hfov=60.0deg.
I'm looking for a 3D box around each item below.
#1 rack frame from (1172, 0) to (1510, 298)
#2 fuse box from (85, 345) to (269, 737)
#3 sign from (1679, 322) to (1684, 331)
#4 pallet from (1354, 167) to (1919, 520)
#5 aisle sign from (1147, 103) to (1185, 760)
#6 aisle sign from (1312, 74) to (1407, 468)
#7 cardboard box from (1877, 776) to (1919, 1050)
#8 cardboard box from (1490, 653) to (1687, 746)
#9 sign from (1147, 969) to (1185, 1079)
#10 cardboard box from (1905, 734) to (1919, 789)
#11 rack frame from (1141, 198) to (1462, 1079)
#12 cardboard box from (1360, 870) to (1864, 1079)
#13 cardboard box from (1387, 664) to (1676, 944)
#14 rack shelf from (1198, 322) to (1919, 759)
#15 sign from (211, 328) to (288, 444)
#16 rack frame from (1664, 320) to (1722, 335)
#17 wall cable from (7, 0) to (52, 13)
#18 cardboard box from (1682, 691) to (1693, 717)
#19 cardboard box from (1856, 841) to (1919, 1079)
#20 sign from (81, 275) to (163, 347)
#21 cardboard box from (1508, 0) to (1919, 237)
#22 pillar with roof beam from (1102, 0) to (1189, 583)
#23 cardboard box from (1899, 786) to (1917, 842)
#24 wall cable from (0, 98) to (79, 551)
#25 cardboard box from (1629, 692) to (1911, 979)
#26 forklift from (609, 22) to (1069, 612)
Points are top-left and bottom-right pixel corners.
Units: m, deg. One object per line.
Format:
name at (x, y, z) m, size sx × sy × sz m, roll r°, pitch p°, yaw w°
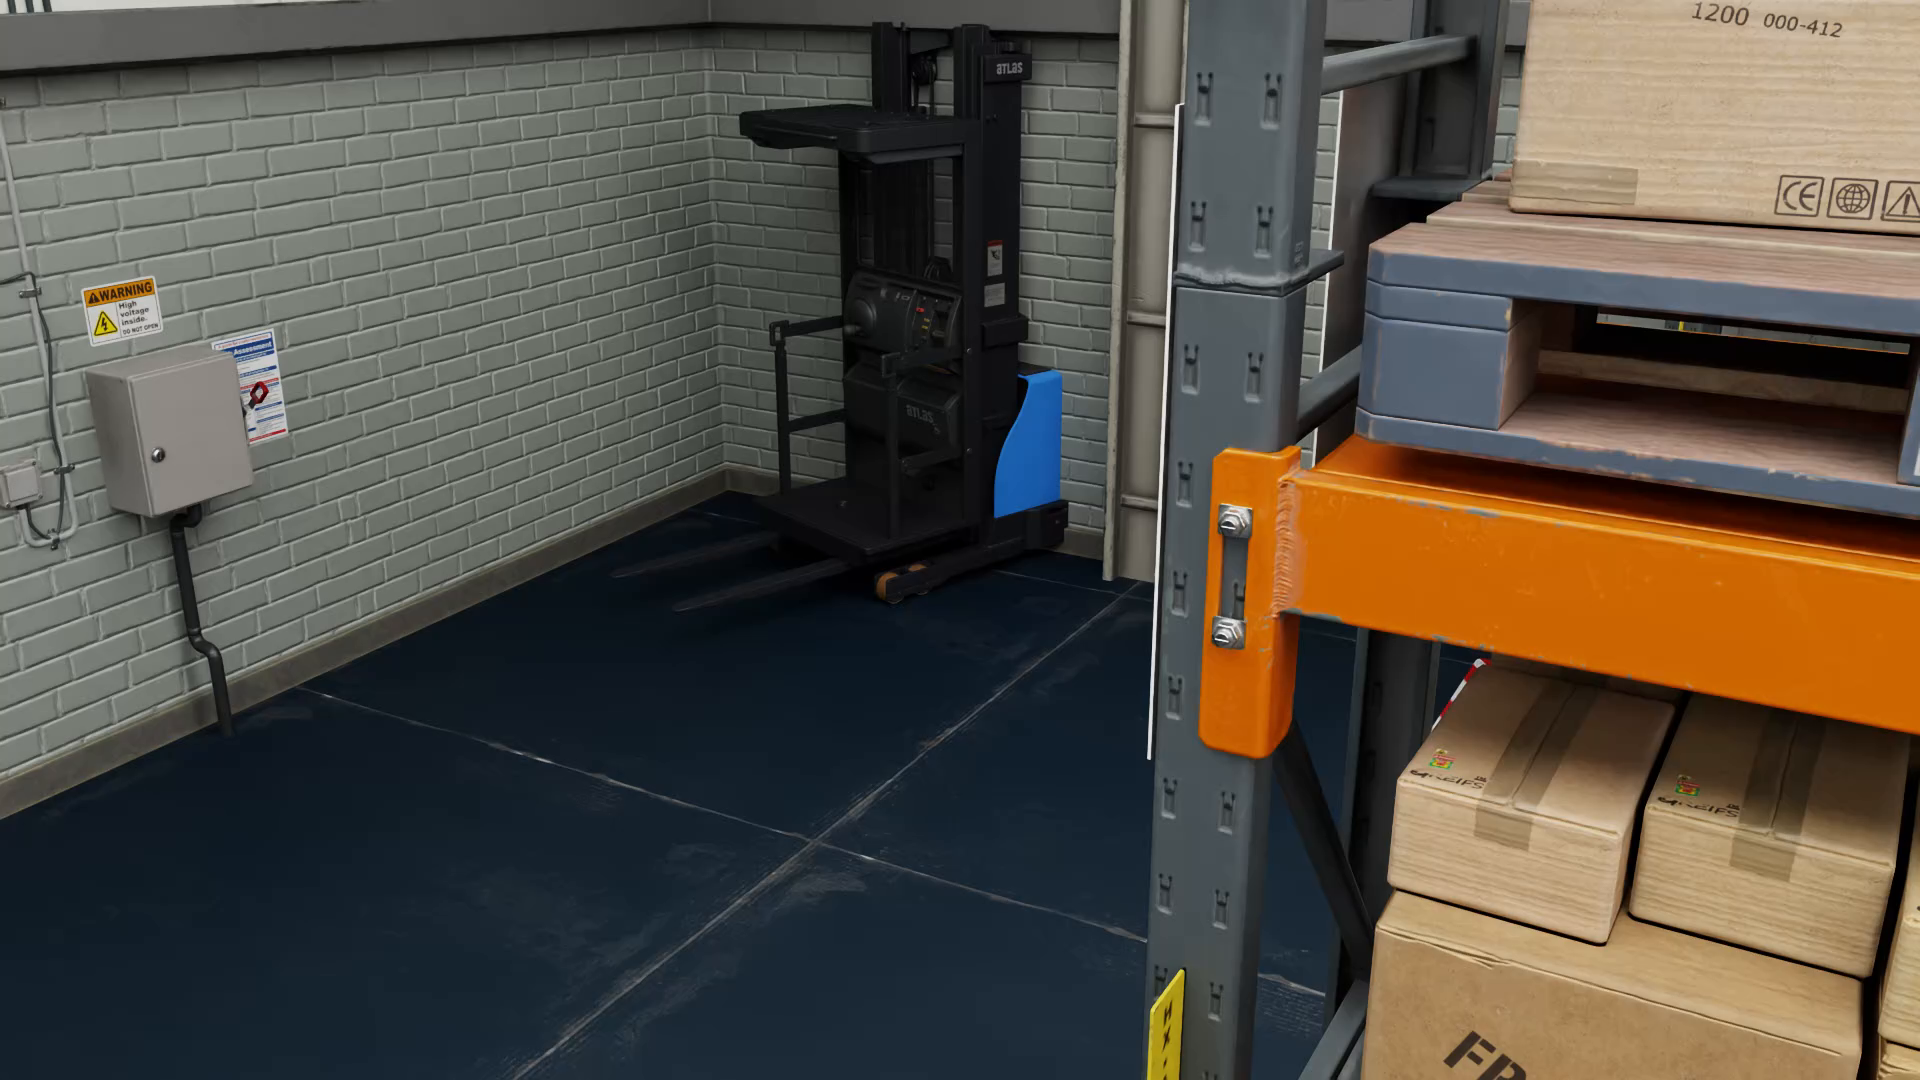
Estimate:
rack frame at (0.534, -1.829, 1.712) m, size 0.127 × 3.000 × 1.000 m, roll 11°, pitch 23°, yaw 27°
fuse box at (-3.248, 0.065, 7.178) m, size 0.414 × 1.711 × 0.539 m, roll 11°, pitch 23°, yaw 27°
sign at (2.687, -0.733, 6.217) m, size 0.005 × 0.325 × 0.100 m, roll 11°, pitch 23°, yaw 27°
pallet at (1.187, -0.257, 1.907) m, size 1.213 × 0.211 × 1.003 m, roll 11°, pitch 23°, yaw 27°
aisle sign at (0.330, -0.157, 2.087) m, size 0.004 × 0.787 × 0.394 m, roll 11°, pitch 23°, yaw 27°
aisle sign at (0.623, -0.336, 2.579) m, size 0.004 × 0.787 × 0.394 m, roll 11°, pitch 23°, yaw 27°
cardboard box at (1.144, 0.410, 1.772) m, size 0.250 × 0.149 × 0.380 m, roll 12°, pitch 23°, yaw 29°
cardboard box at (0.945, 0.169, 2.437) m, size 0.250 × 0.149 × 0.380 m, roll 11°, pitch 23°, yaw 28°
sign at (0.258, 0.711, 2.121) m, size 0.005 × 0.325 × 0.100 m, roll 11°, pitch 23°, yaw 27°
cardboard box at (1.445, 0.222, 2.291) m, size 0.250 × 0.149 × 0.380 m, roll 11°, pitch 22°, yaw 27°
rack frame at (0.534, 0.991, 2.735) m, size 0.127 × 3.000 × 1.000 m, roll 11°, pitch 23°, yaw 27°
cardboard box at (0.814, 0.638, 2.094) m, size 0.500 × 0.500 × 0.500 m, roll 10°, pitch 22°, yaw 26°
cardboard box at (0.709, 0.310, 2.047) m, size 0.250 × 0.149 × 0.380 m, roll 11°, pitch 23°, yaw 28°
rack shelf at (2.280, 0.251, 1.429) m, size 4.000 × 0.370 × 1.077 m, roll 11°, pitch 23°, yaw 27°
sign at (-3.188, -0.678, 7.475) m, size 0.001 × 0.494 × 0.329 m, roll 11°, pitch 23°, yaw 27°
rack frame at (2.952, -0.488, 6.810) m, size 0.127 × 3.000 × 1.000 m, roll 11°, pitch 23°, yaw 27°
wall cable at (-2.808, -3.756, 6.967) m, size 0.133 × 3.039 × 2.988 m, roll 11°, pitch 23°, yaw 27°
cardboard box at (1.179, 0.204, 2.340) m, size 0.250 × 0.149 × 0.380 m, roll 11°, pitch 23°, yaw 28°
cardboard box at (1.269, 0.722, 1.863) m, size 0.500 × 0.500 × 0.500 m, roll 10°, pitch 22°, yaw 26°
sign at (-3.456, -0.947, 6.867) m, size 0.001 × 0.242 × 0.339 m, roll 11°, pitch 23°, yaw 27°
cardboard box at (0.971, -0.545, 2.028) m, size 0.500 × 0.250 × 0.500 m, roll 9°, pitch 22°, yaw 22°
pillar with roof beam at (-1.062, -2.743, 4.230) m, size 0.400 × 9.000 × 9.100 m, roll 11°, pitch 23°, yaw 27°
cardboard box at (1.542, 0.561, 2.306) m, size 0.500 × 0.500 × 0.500 m, roll 11°, pitch 23°, yaw 27°
wall cable at (-3.718, -0.842, 6.297) m, size 0.122 × 1.984 × 0.588 m, roll 11°, pitch 23°, yaw 27°
cardboard box at (0.973, 0.333, 1.985) m, size 0.250 × 0.149 × 0.380 m, roll 11°, pitch 23°, yaw 29°
forklift at (-0.478, -1.238, 8.979) m, size 3.031 × 2.935 × 1.130 m, roll -16°, pitch 26°, yaw -38°
